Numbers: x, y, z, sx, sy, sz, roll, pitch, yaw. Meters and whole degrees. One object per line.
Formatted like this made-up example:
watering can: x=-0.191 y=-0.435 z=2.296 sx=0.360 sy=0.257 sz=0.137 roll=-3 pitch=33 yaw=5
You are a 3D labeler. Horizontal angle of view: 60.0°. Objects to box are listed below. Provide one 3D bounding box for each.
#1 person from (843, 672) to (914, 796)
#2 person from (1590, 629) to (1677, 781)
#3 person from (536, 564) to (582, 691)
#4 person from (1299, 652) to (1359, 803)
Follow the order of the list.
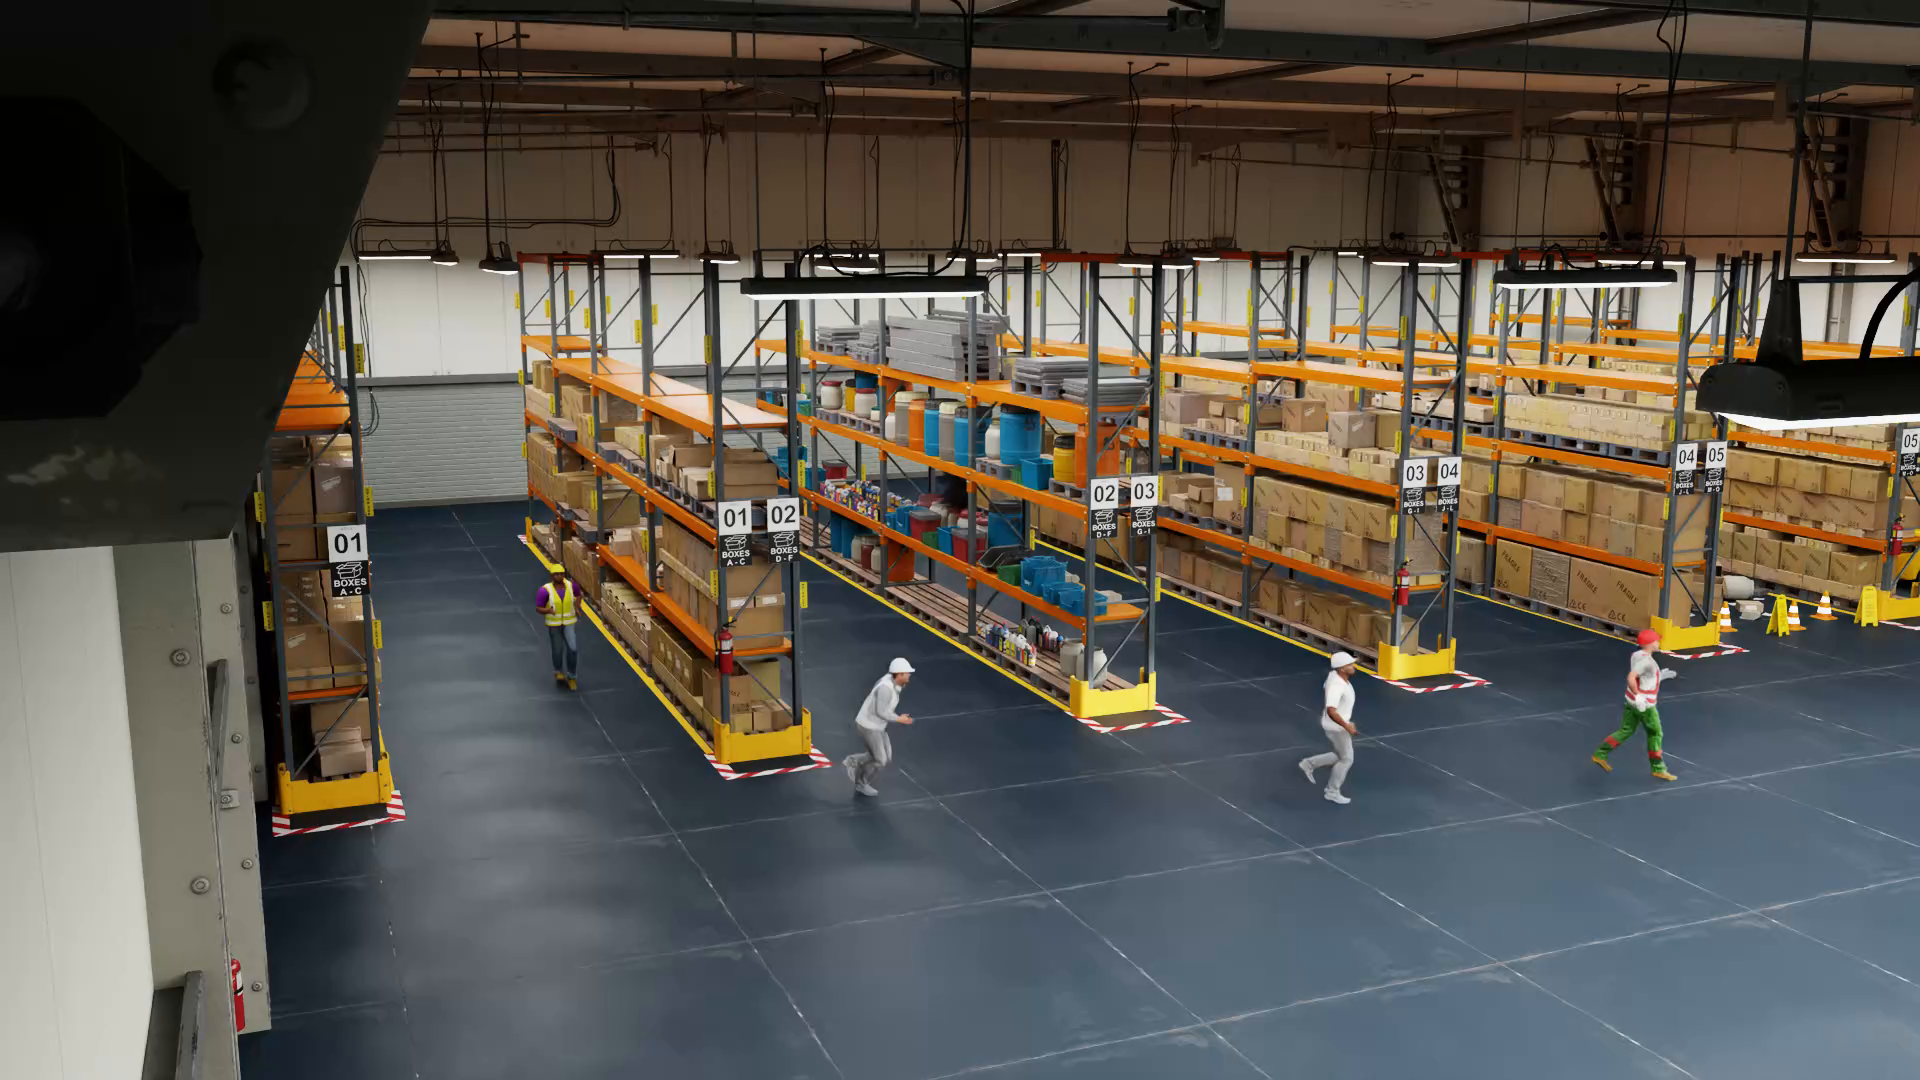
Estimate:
person: x=-0.927 y=2.146 z=19.046 sx=0.848 sy=1.568 sz=0.665 roll=1 pitch=10 yaw=8
person: x=7.926 y=1.916 z=19.408 sx=0.983 sy=1.791 sz=0.660 roll=1 pitch=10 yaw=3
person: x=-5.634 y=1.228 z=23.482 sx=0.672 sy=1.824 sz=0.762 roll=-4 pitch=11 yaw=-20
person: x=4.169 y=2.105 z=18.799 sx=0.644 sy=1.752 sz=0.707 roll=2 pitch=11 yaw=11
